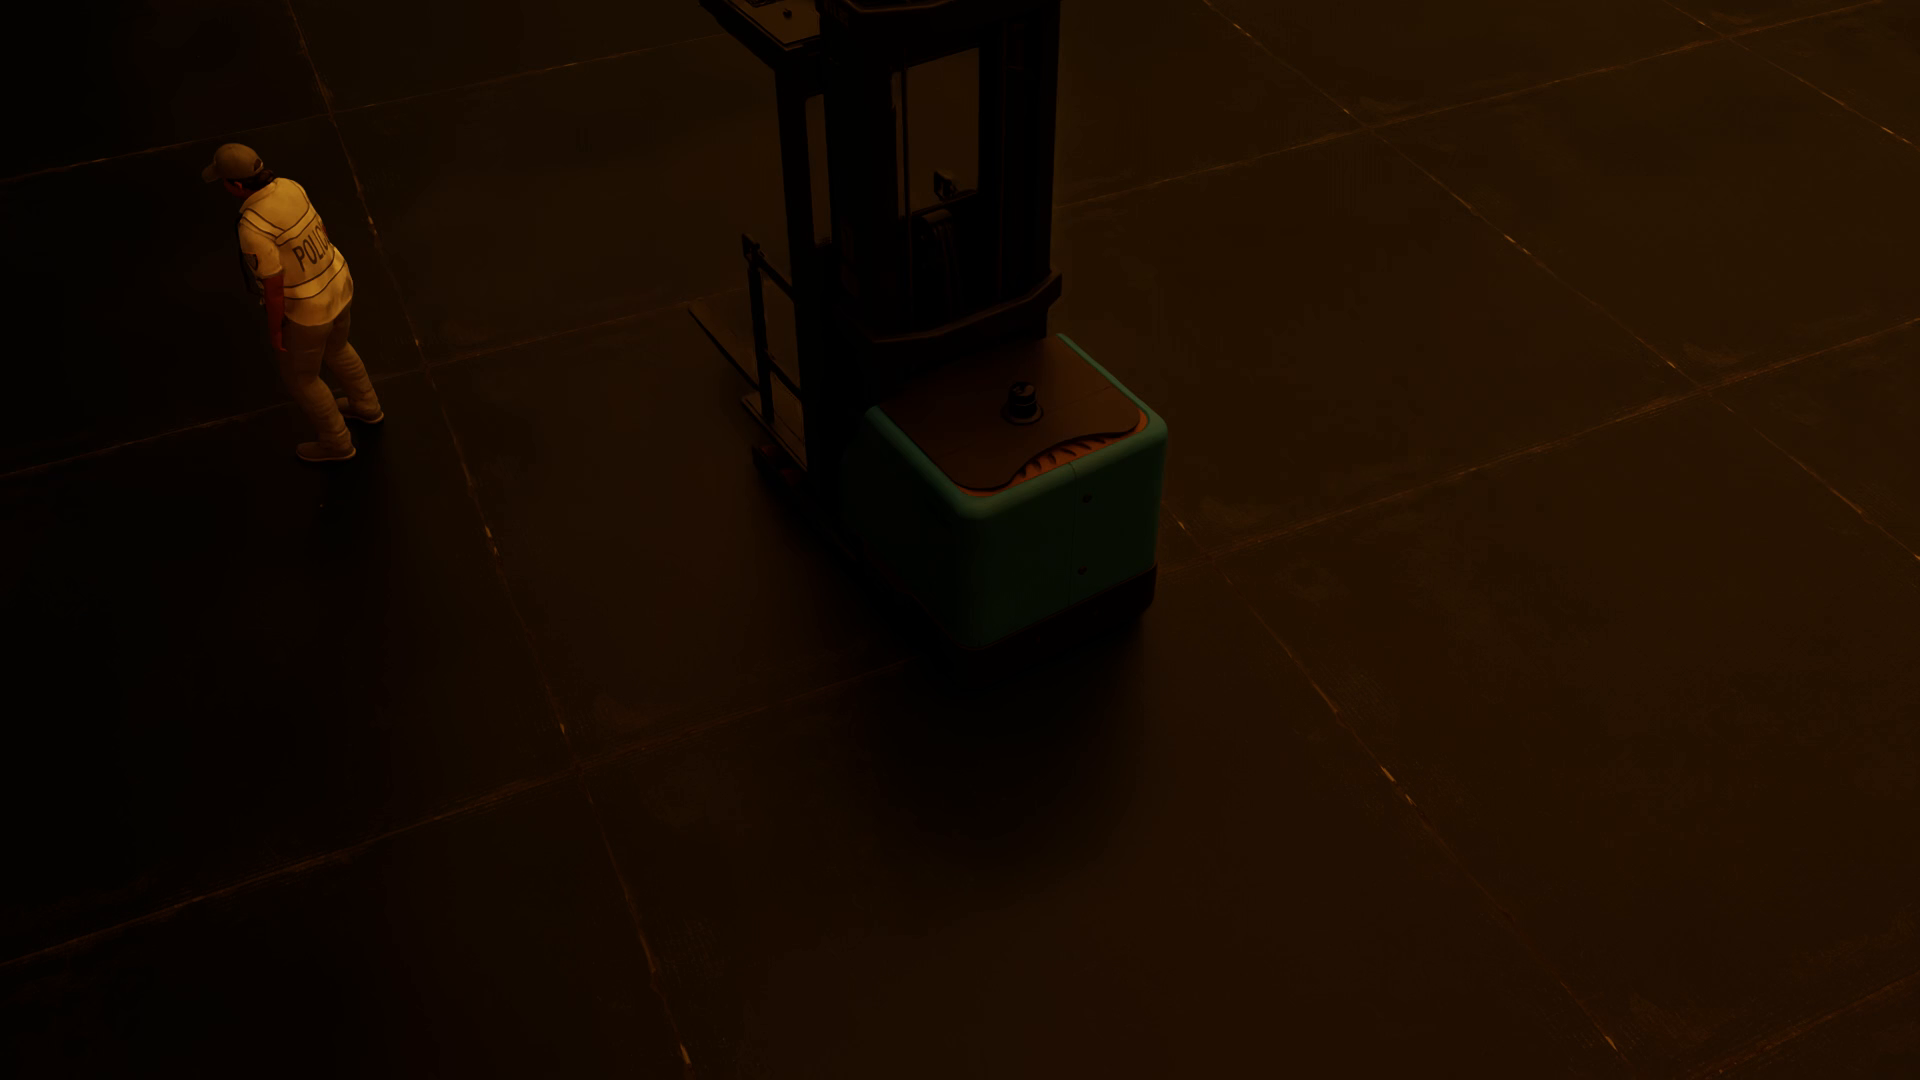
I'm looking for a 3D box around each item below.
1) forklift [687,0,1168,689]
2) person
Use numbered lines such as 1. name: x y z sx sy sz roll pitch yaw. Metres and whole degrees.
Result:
1. forklift: -0.353 -1.422 7.204 1.130 2.935 3.031 -24 48 -23
2. person: -3.103 -1.120 7.811 0.470 1.664 0.547 9 44 9
